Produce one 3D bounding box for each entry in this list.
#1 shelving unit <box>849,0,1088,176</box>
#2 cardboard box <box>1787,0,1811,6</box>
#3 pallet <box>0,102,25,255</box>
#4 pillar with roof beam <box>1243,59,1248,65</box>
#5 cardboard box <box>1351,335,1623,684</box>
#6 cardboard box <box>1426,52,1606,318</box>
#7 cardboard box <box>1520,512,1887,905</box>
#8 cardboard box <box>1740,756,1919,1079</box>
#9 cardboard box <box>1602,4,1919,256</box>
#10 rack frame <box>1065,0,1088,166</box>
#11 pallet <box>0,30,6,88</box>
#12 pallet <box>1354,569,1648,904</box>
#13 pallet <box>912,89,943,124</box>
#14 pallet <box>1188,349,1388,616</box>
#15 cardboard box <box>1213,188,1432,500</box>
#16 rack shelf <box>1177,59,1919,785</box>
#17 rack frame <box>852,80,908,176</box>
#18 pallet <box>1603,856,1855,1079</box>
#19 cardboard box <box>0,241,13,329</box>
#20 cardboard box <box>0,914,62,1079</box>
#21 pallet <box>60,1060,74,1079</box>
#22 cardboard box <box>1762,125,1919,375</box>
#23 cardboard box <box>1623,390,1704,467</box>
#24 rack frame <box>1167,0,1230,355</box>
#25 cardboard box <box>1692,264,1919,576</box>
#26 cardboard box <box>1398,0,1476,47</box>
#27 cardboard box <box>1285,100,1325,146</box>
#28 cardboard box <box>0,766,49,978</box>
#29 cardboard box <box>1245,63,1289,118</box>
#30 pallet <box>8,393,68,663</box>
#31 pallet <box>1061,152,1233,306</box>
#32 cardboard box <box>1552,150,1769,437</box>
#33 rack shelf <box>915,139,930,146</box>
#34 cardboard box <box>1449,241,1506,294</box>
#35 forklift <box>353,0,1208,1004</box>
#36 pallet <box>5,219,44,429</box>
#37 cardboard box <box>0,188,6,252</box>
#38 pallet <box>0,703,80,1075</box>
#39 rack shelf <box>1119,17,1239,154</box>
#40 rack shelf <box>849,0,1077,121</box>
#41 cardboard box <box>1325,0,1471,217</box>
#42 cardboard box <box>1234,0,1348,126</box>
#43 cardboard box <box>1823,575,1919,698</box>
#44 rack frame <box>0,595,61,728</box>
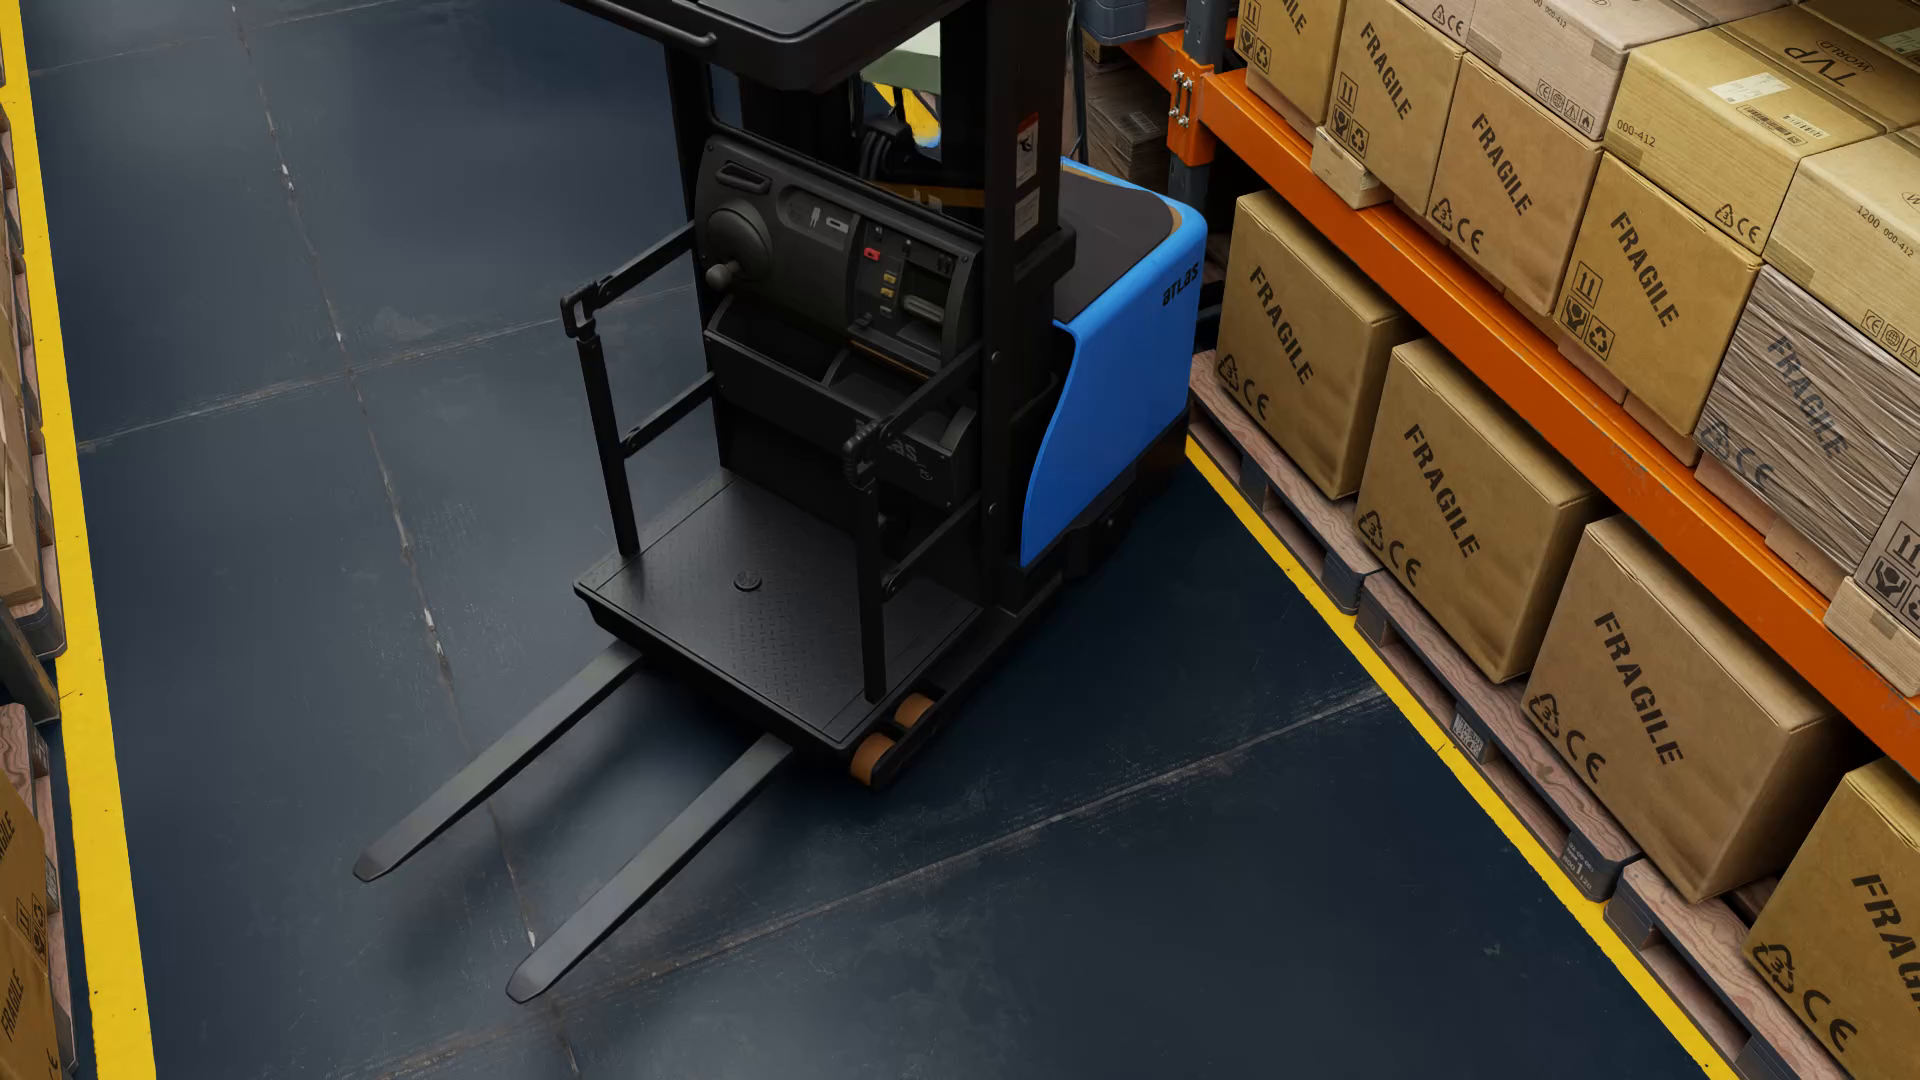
[{"bbox_3d":[0.039,-1.427,6.069,0.755,1.500,0.431,15,55,18],"label":"shelving unit"},{"bbox_3d":[2.067,-1.407,4.209,0.500,0.250,0.500,-19,48,-18],"label":"cardboard box"},{"bbox_3d":[-4.616,-1.496,7.116,1.003,0.211,1.213,-18,47,-17],"label":"pallet"},{"bbox_3d":[-2.454,-3.811,3.205,9.100,9.000,0.400,-18,47,-17],"label":"pillar with roof beam"},{"bbox_3d":[1.766,-0.179,5.028,0.750,0.750,0.750,-18,47,-18],"label":"cardboard box"},{"bbox_3d":[1.605,-0.973,4.303,0.500,0.500,0.500,-18,47,-18],"label":"cardboard box"},{"bbox_3d":[2.128,0.361,4.480,0.750,0.750,0.750,-17,47,-16],"label":"cardboard box"},{"bbox_3d":[2.504,0.926,3.907,0.750,0.750,0.750,-18,47,-17],"label":"cardboard box"},{"bbox_3d":[1.831,-0.929,3.725,0.500,0.250,0.500,-19,48,-18],"label":"cardboard box"},{"bbox_3d":[0.374,-1.335,5.954,0.023,1.500,0.400,15,55,18],"label":"rack frame"},{"bbox_3d":[-5.258,-2.473,8.106,1.003,0.211,1.213,-18,47,-17],"label":"pallet"},{"bbox_3d":[1.986,0.431,5.163,1.003,0.211,1.213,-18,47,-17],"label":"pallet"},{"bbox_3d":[0.377,-2.145,7.773,1.003,0.211,1.213,-18,47,-17],"label":"pallet"},{"bbox_3d":[1.477,-0.345,5.950,1.003,0.211,1.213,-18,47,-17],"label":"pallet"},{"bbox_3d":[1.404,-0.740,5.595,0.750,0.750,0.750,-19,48,-18],"label":"cardboard box"},{"bbox_3d":[2.054,-0.332,4.463,1.077,0.370,4.000,-18,47,-17],"label":"rack shelf"},{"bbox_3d":[-0.296,-1.519,6.184,0.023,1.500,0.400,15,55,18],"label":"rack frame"},{"bbox_3d":[2.502,1.210,4.374,1.003,0.211,1.213,-18,47,-17],"label":"pallet"},{"bbox_3d":[-3.885,-0.965,6.251,0.500,0.250,0.500,-17,47,-17],"label":"cardboard box"},{"bbox_3d":[-2.456,1.192,3.872,0.500,0.500,0.500,-20,48,-19],"label":"cardboard box"},{"bbox_3d":[-2.491,1.859,3.716,1.003,0.211,1.213,-18,47,-17],"label":"pallet"},{"bbox_3d":[2.046,-0.605,3.396,0.500,0.250,0.500,-17,47,-17],"label":"cardboard box"},{"bbox_3d":[1.901,-0.358,4.142,0.380,0.149,0.250,-17,47,-16],"label":"cardboard box"},{"bbox_3d":[1.213,-1.863,5.502,1.000,3.000,0.127,-18,47,-17],"label":"rack frame"},{"bbox_3d":[2.046,-0.327,3.648,0.500,0.500,0.500,-18,47,-17],"label":"cardboard box"},{"bbox_3d":[1.397,-1.570,4.375,0.500,0.250,0.500,-19,48,-18],"label":"cardboard box"},{"bbox_3d":[1.240,-1.339,5.136,0.380,0.149,0.250,-17,47,-17],"label":"cardboard box"},{"bbox_3d":[-2.673,0.863,4.207,0.500,0.500,0.500,-16,47,-16],"label":"cardboard box"},{"bbox_3d":[1.142,-1.502,5.301,0.380,0.149,0.250,-19,48,-18],"label":"cardboard box"},{"bbox_3d":[-3.590,0.059,5.540,1.003,0.211,1.213,-18,47,-17],"label":"pallet"},{"bbox_3d":[0.886,-1.368,6.987,1.003,0.211,1.213,-18,47,-17],"label":"pallet"},{"bbox_3d":[1.831,-0.644,3.969,0.500,0.500,0.500,-17,47,-16],"label":"cardboard box"},{"bbox_3d":[0.062,-1.287,6.247,0.686,0.124,0.368,15,55,18],"label":"rack shelf"},{"bbox_3d":[1.609,-0.858,4.648,0.380,0.149,0.250,-17,47,-17],"label":"cardboard box"},{"bbox_3d":[-0.479,-0.671,4.388,1.129,2.867,3.031,28,51,25],"label":"forklift"},{"bbox_3d":[-4.099,-0.717,6.327,1.003,0.211,1.213,-18,47,-17],"label":"pallet"},{"bbox_3d":[-4.097,-1.290,6.580,0.500,0.250,0.500,-17,47,-17],"label":"cardboard box"},{"bbox_3d":[-3.000,1.082,4.503,1.003,0.211,1.213,-18,47,-17],"label":"pallet"},{"bbox_3d":[0.372,-2.881,7.046,1.077,0.370,4.000,-18,47,-17],"label":"rack shelf"},{"bbox_3d":[0.001,-1.668,5.764,0.720,0.370,0.431,15,55,18],"label":"rack shelf"},{"bbox_3d":[1.397,-1.290,4.624,0.500,0.500,0.500,-17,47,-16],"label":"cardboard box"},{"bbox_3d":[1.185,-1.626,4.965,0.500,0.500,0.500,-17,47,-16],"label":"cardboard box"},{"bbox_3d":[2.136,0.154,3.623,0.380,0.149,0.250,-18,47,-17],"label":"cardboard box"},{"bbox_3d":[-3.280,-0.397,4.017,1.000,3.000,0.127,-18,47,-17],"label":"rack frame"}]
